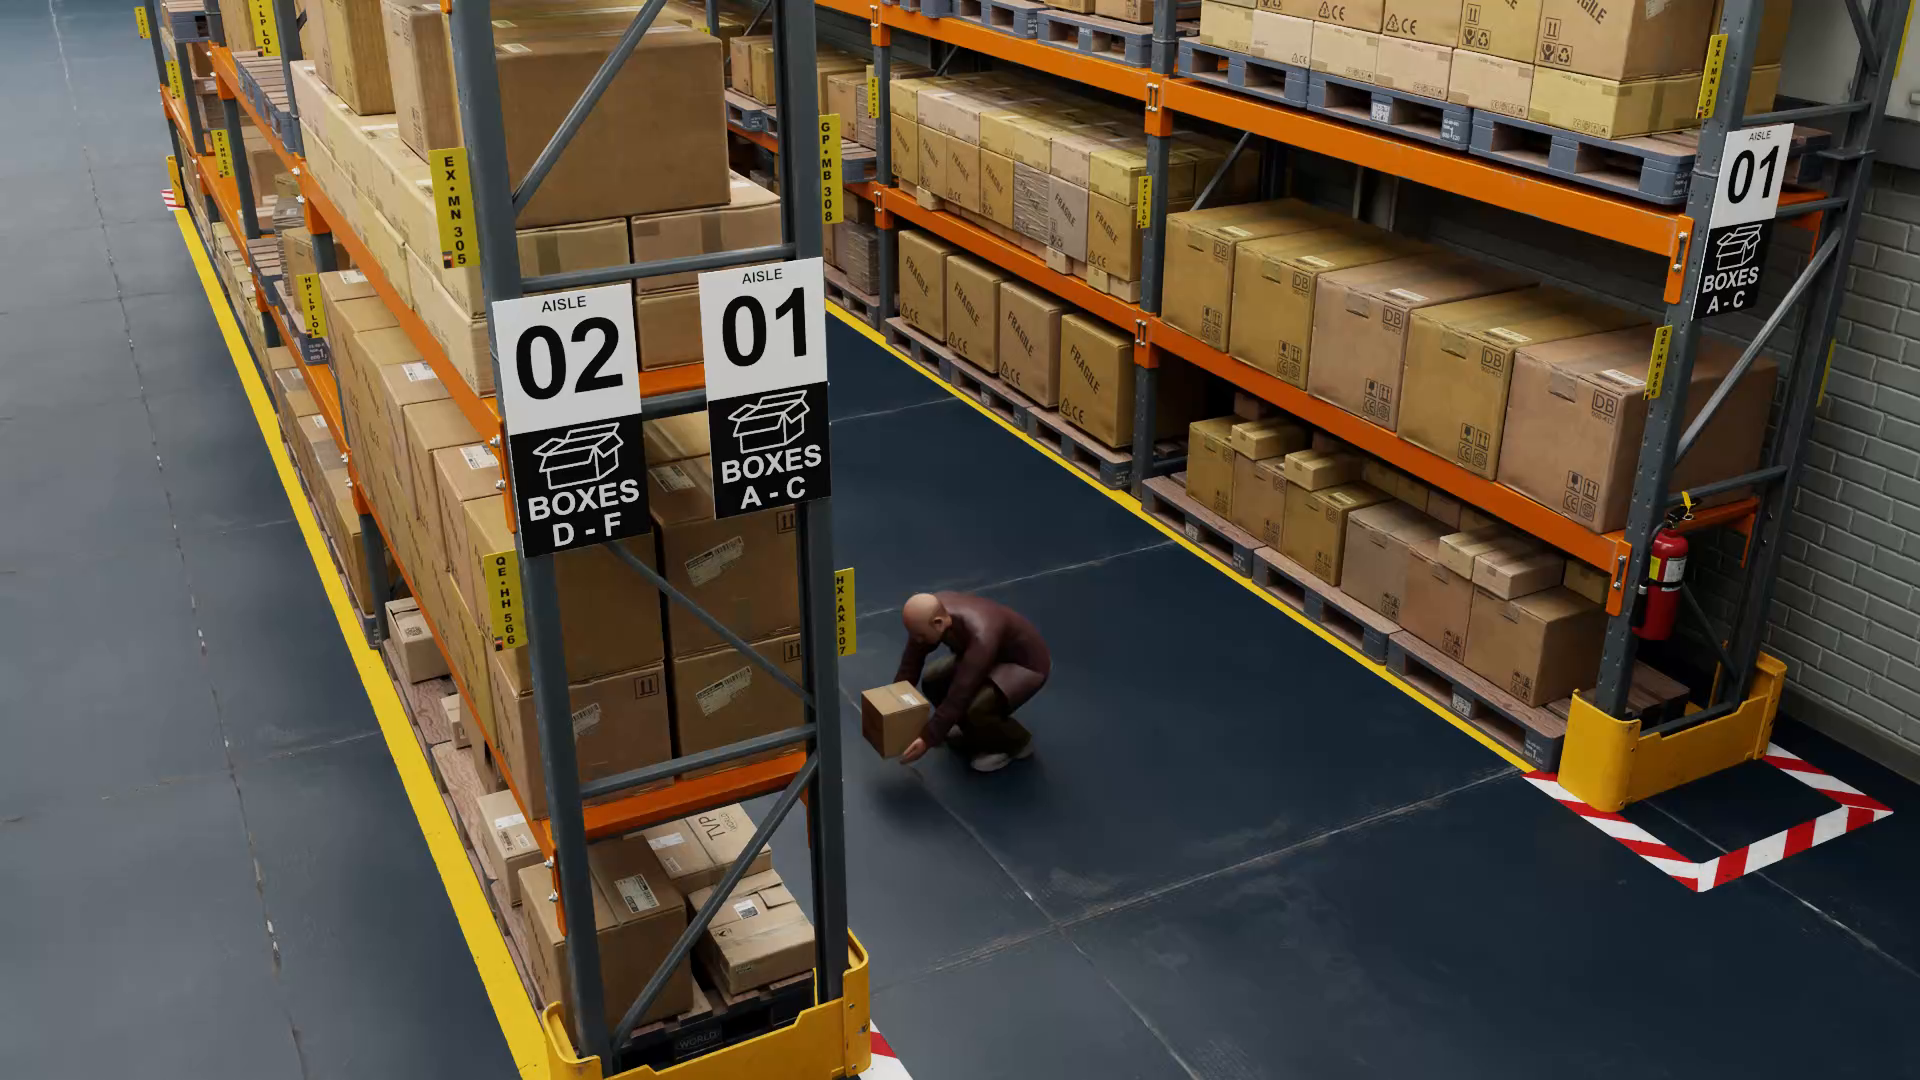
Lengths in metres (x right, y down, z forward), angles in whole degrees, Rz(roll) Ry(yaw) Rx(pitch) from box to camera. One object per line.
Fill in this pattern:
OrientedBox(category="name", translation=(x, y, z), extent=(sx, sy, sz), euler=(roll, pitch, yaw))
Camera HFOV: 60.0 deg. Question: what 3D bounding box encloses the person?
OrientedBox(category="person", translation=(0.036, 0.643, 8.164), extent=(0.918, 1.010, 0.611), euler=(-13, 28, -25))
